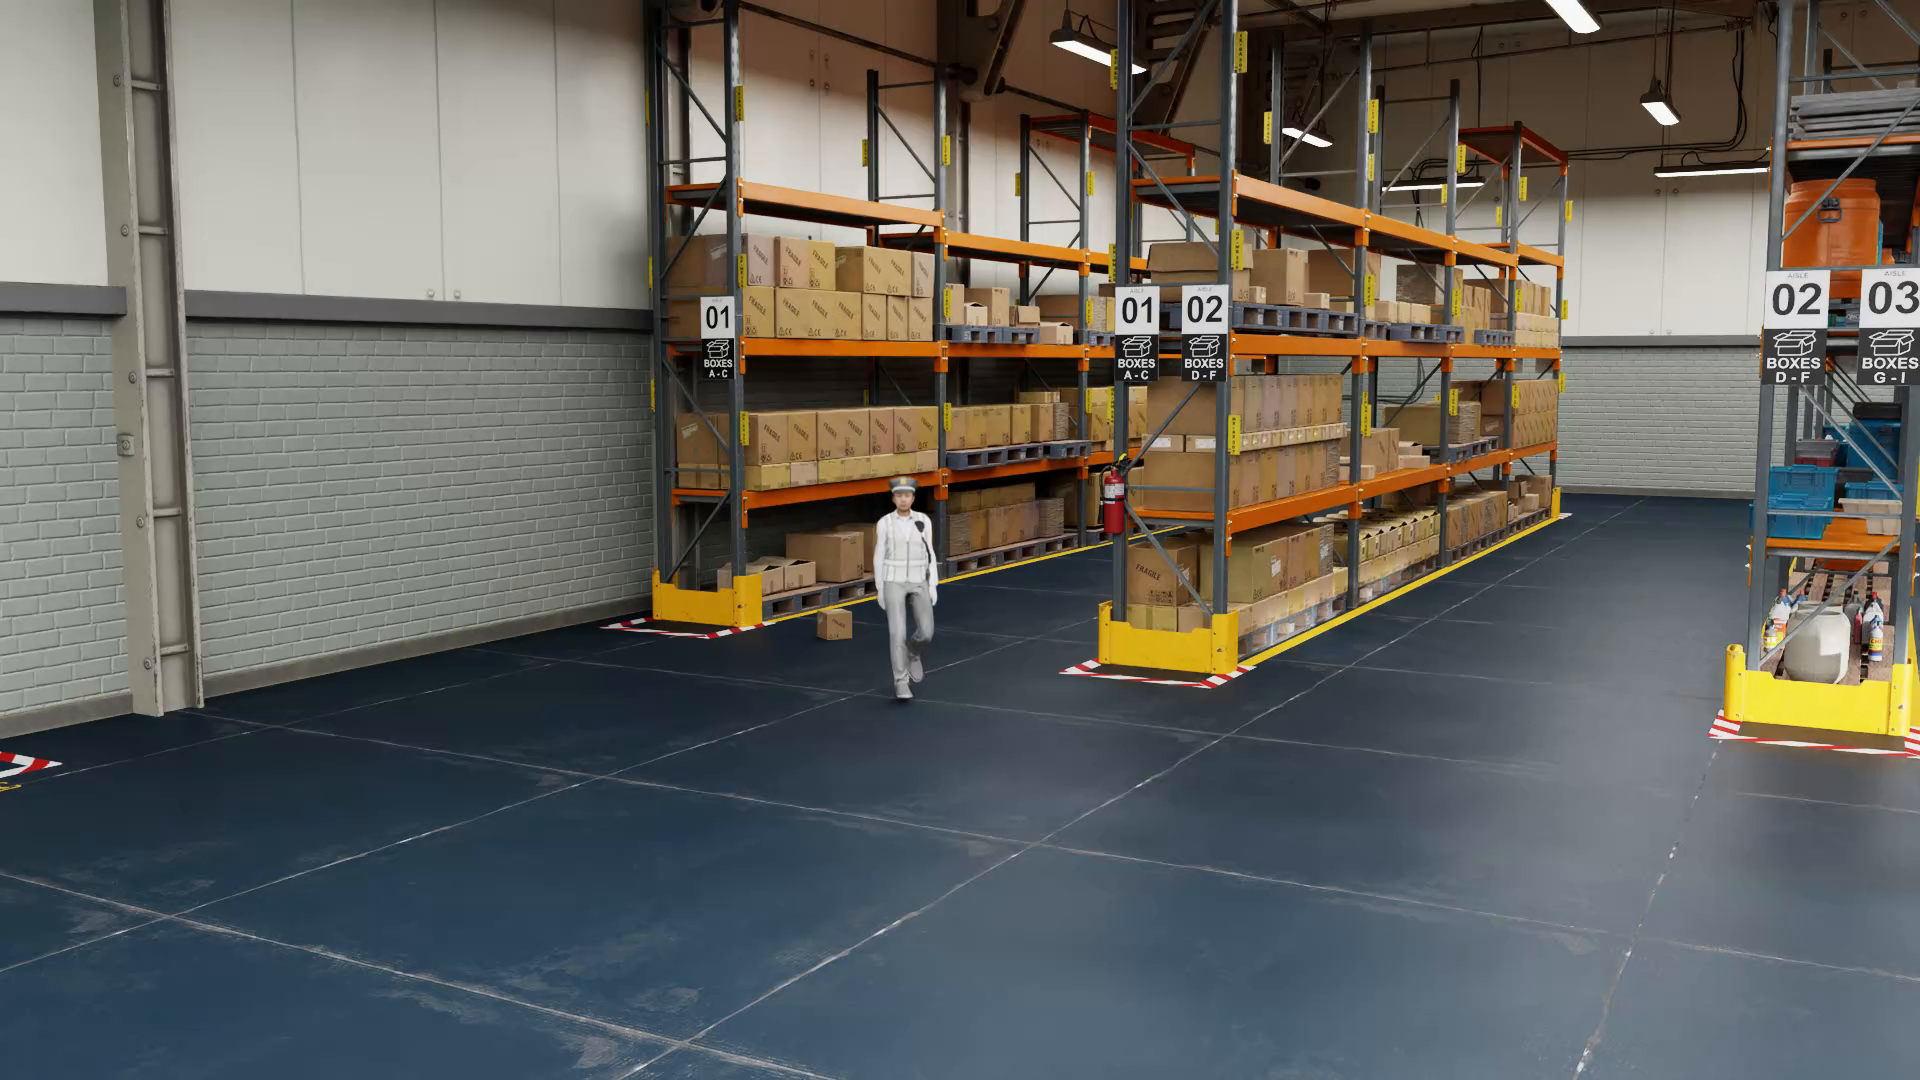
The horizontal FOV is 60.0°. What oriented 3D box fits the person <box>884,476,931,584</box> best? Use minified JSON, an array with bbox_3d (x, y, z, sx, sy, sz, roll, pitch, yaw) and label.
[{"bbox_3d":[-0.408,-0.076,12.688,0.367,0.832,0.341,-1,6,-12],"label":"person"}]
